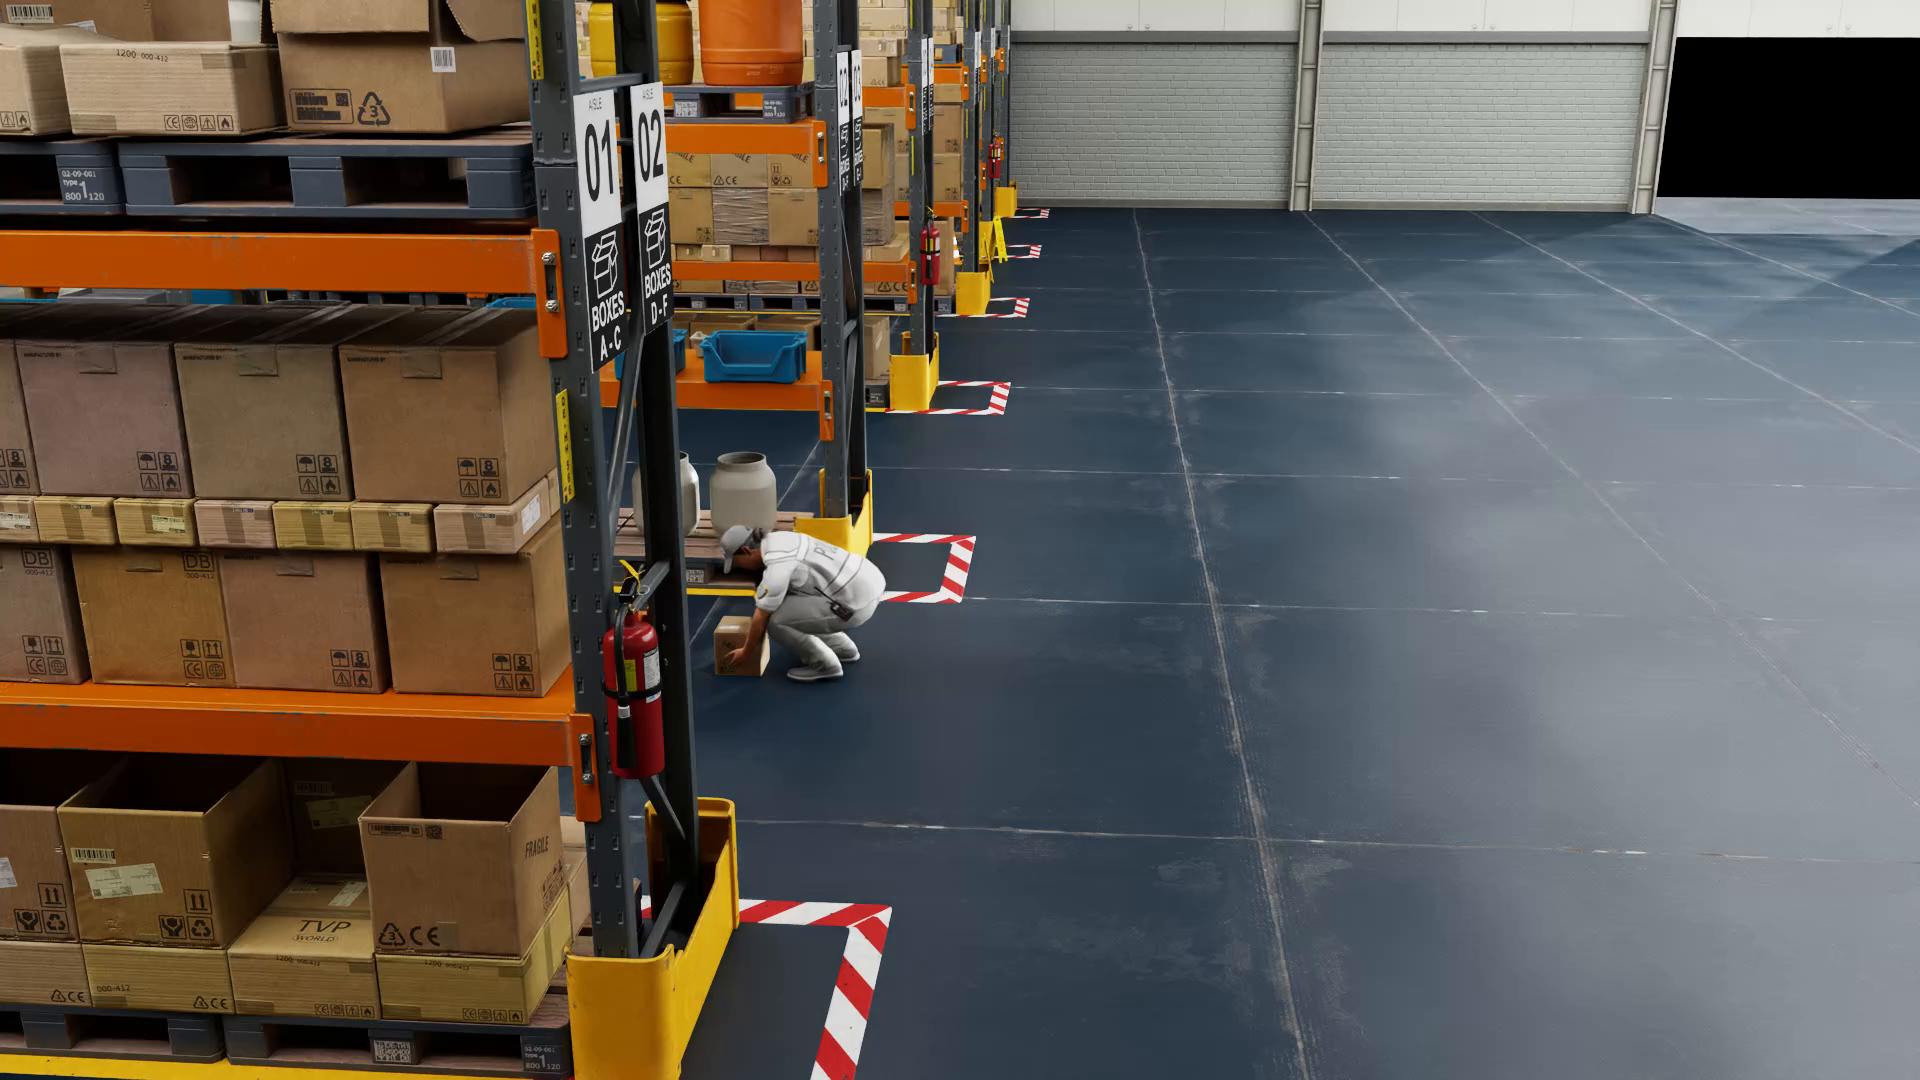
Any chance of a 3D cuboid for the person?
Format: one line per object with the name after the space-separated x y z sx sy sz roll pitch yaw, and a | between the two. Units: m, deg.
-0.840 0.313 8.946 0.865 0.837 0.520 1 18 4 | person
